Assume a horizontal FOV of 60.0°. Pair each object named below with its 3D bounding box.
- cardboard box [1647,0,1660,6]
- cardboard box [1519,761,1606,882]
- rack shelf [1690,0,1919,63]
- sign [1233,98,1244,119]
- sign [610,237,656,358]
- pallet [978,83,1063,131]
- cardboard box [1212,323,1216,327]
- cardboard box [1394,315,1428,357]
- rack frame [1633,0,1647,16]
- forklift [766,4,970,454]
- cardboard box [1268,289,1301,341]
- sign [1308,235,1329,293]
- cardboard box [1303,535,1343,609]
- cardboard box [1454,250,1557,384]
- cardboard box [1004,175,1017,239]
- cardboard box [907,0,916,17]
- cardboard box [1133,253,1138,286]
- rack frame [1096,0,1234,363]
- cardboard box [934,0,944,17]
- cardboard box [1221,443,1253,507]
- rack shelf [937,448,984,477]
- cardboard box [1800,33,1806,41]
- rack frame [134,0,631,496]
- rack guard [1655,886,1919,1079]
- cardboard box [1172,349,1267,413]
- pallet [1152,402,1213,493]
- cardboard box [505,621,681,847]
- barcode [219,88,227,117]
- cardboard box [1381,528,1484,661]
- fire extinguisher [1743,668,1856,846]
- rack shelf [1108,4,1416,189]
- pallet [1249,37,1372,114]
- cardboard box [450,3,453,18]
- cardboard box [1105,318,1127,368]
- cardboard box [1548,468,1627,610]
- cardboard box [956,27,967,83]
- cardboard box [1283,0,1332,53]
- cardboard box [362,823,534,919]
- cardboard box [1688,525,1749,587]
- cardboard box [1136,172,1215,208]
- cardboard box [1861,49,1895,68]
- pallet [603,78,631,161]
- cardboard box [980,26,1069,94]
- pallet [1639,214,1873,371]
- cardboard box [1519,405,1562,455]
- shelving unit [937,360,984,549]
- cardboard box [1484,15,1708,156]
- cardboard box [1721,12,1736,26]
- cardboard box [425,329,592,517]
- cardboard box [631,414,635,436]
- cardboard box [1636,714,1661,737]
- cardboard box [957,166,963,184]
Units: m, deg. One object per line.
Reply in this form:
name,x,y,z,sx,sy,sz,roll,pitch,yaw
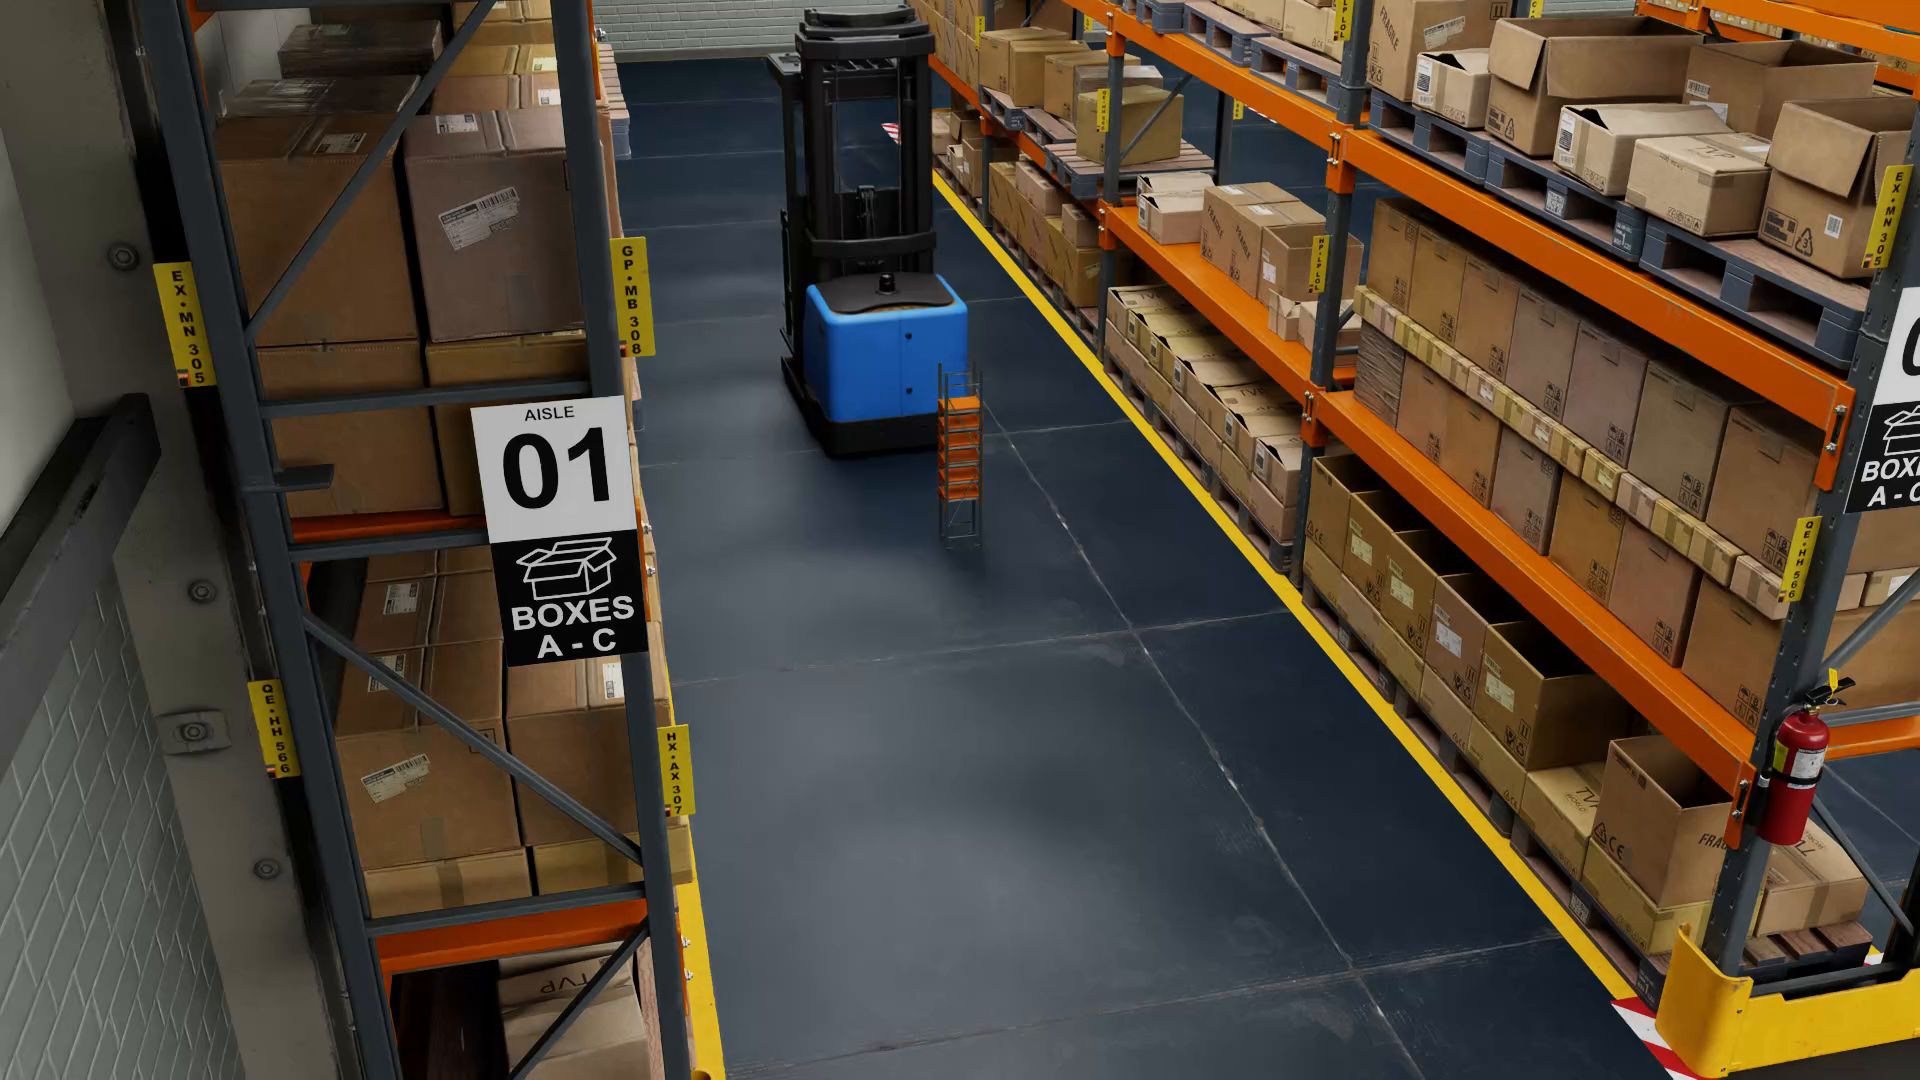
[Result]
cardboard box,9.236,-7.084,21.736,0.380,0.149,0.250,-6,27,-11
cardboard box,2.897,1.259,7.513,0.500,0.250,0.500,-6,27,-12
rack shelf,6.905,-3.511,11.846,1.077,0.370,4.000,-6,27,-12
sign,2.168,-3.444,12.960,0.100,0.325,0.005,-6,27,-12
sign,-0.866,-0.637,4.385,0.100,0.325,0.005,-6,27,-12
pallet,0.800,-4.178,15.912,1.003,0.211,1.213,-6,27,-12
cardboard box,2.109,-1.647,12.648,0.500,0.311,0.500,-6,27,-12
cardboard box,2.517,-1.087,8.743,0.380,0.149,0.250,-7,28,-13
rack frame,9.477,-7.386,22.054,1.000,3.000,0.127,-6,27,-12
forklift,-0.805,-2.566,12.582,1.130,2.935,3.031,-7,28,-13
cardboard box,2.152,-1.421,10.385,0.396,0.266,0.258,-7,28,-13
sign,2.003,-1.536,9.266,0.100,0.325,0.005,-6,27,-12
cardboard box,2.338,0.161,9.688,0.500,0.250,0.500,-6,27,-12
cardboard box,2.863,-1.102,8.053,0.700,0.500,0.500,-6,27,-12
cardboard box,0.729,-3.236,16.118,0.500,0.500,0.500,-6,27,-11
cardboard box,-0.332,-6.205,19.603,0.500,0.500,0.500,-5,27,-11
cardboard box,1.680,-2.408,14.478,0.500,0.500,0.500,-7,28,-13
rack frame,1.628,-2.870,13.106,1.000,3.000,0.127,-6,27,-12
cardboard box,0.016,-5.979,18.047,0.500,0.500,0.500,-6,27,-12
cardboard box,2.041,-0.448,10.895,0.500,0.250,0.500,-6,27,-12
rack shelf,0.003,-0.490,10.487,0.258,0.103,0.180,-6,27,-12
cardboard box,9.875,-5.844,19.278,0.380,0.149,0.250,-6,27,-12
rack frame,-1.395,-1.531,3.796,1.000,3.000,0.127,-6,27,-12
rack guard,3.436,1.769,6.690,1.175,0.500,0.348,-6,27,-12
cardboard box,1.815,-1.141,11.644,0.500,0.311,0.500,-6,27,-12
pallet,2.047,-0.725,11.952,1.003,0.211,1.213,-6,27,-12
cardboard box,-1.210,0.630,5.484,0.500,0.500,0.500,-6,27,-12
barcode,-2.042,-1.212,4.606,0.001,0.075,0.075,-6,27,-12
cardboard box,2.554,0.266,8.647,0.500,0.500,0.500,-6,27,-12
fire extinguisher,3.005,0.776,5.969,0.296,0.674,0.183,-6,27,-12
rack shelf,2.078,-3.009,10.853,1.077,0.370,4.000,-6,27,-12
pallet,2.318,-2.753,9.759,0.805,0.209,1.217,-7,28,-14
cardboard box,-1.785,-2.015,6.841,0.500,0.500,0.500,-4,27,-9
cardboard box,1.460,-1.570,13.117,0.500,0.250,0.500,-6,27,-12
cardboard box,3.108,-0.057,7.423,0.700,0.500,0.500,-6,27,-11
cardboard box,0.246,-5.090,17.394,0.500,0.500,0.500,-5,27,-10
cardboard box,2.273,-3.085,9.905,0.500,0.250,0.500,-9,28,-17
cardboard box,-1.689,1.020,5.545,0.500,0.250,0.500,-6,27,-11
cardboard box,3.098,0.045,6.501,0.380,0.149,0.250,-5,27,-10
cardboard box,1.667,-2.666,12.801,0.500,0.311,0.500,-4,27,-8
cardboard box,10.239,-5.447,18.102,0.500,0.500,0.500,-6,27,-11
pallet,-2.332,-2.146,8.552,1.213,0.211,1.003,-6,27,-12
cardboard box,0.615,-4.627,16.011,0.700,0.500,0.500,-16,31,-29
pallet,3.296,-0.970,6.112,1.003,0.211,1.213,-6,27,-12
cardboard box,2.807,-0.521,7.622,0.380,0.149,0.250,-6,27,-12
shelving unit,0.003,-0.529,10.467,0.258,1.200,0.189,-6,27,-12
cardboard box,2.777,-2.013,7.344,0.797,0.503,0.637,-3,27,-6
cardboard box,9.583,-6.409,20.398,0.380,0.149,0.250,-7,28,-13
cardboard box,-1.227,-0.418,4.786,0.500,0.500,0.500,-5,27,-10
cardboard box,-1.770,-0.491,7.706,0.500,0.500,0.500,-6,27,-12
cardboard box,3.412,0.870,7.450,0.500,0.500,0.500,-6,27,-12
cardboard box,0.178,-3.929,17.881,0.380,0.149,0.250,-6,27,-12
